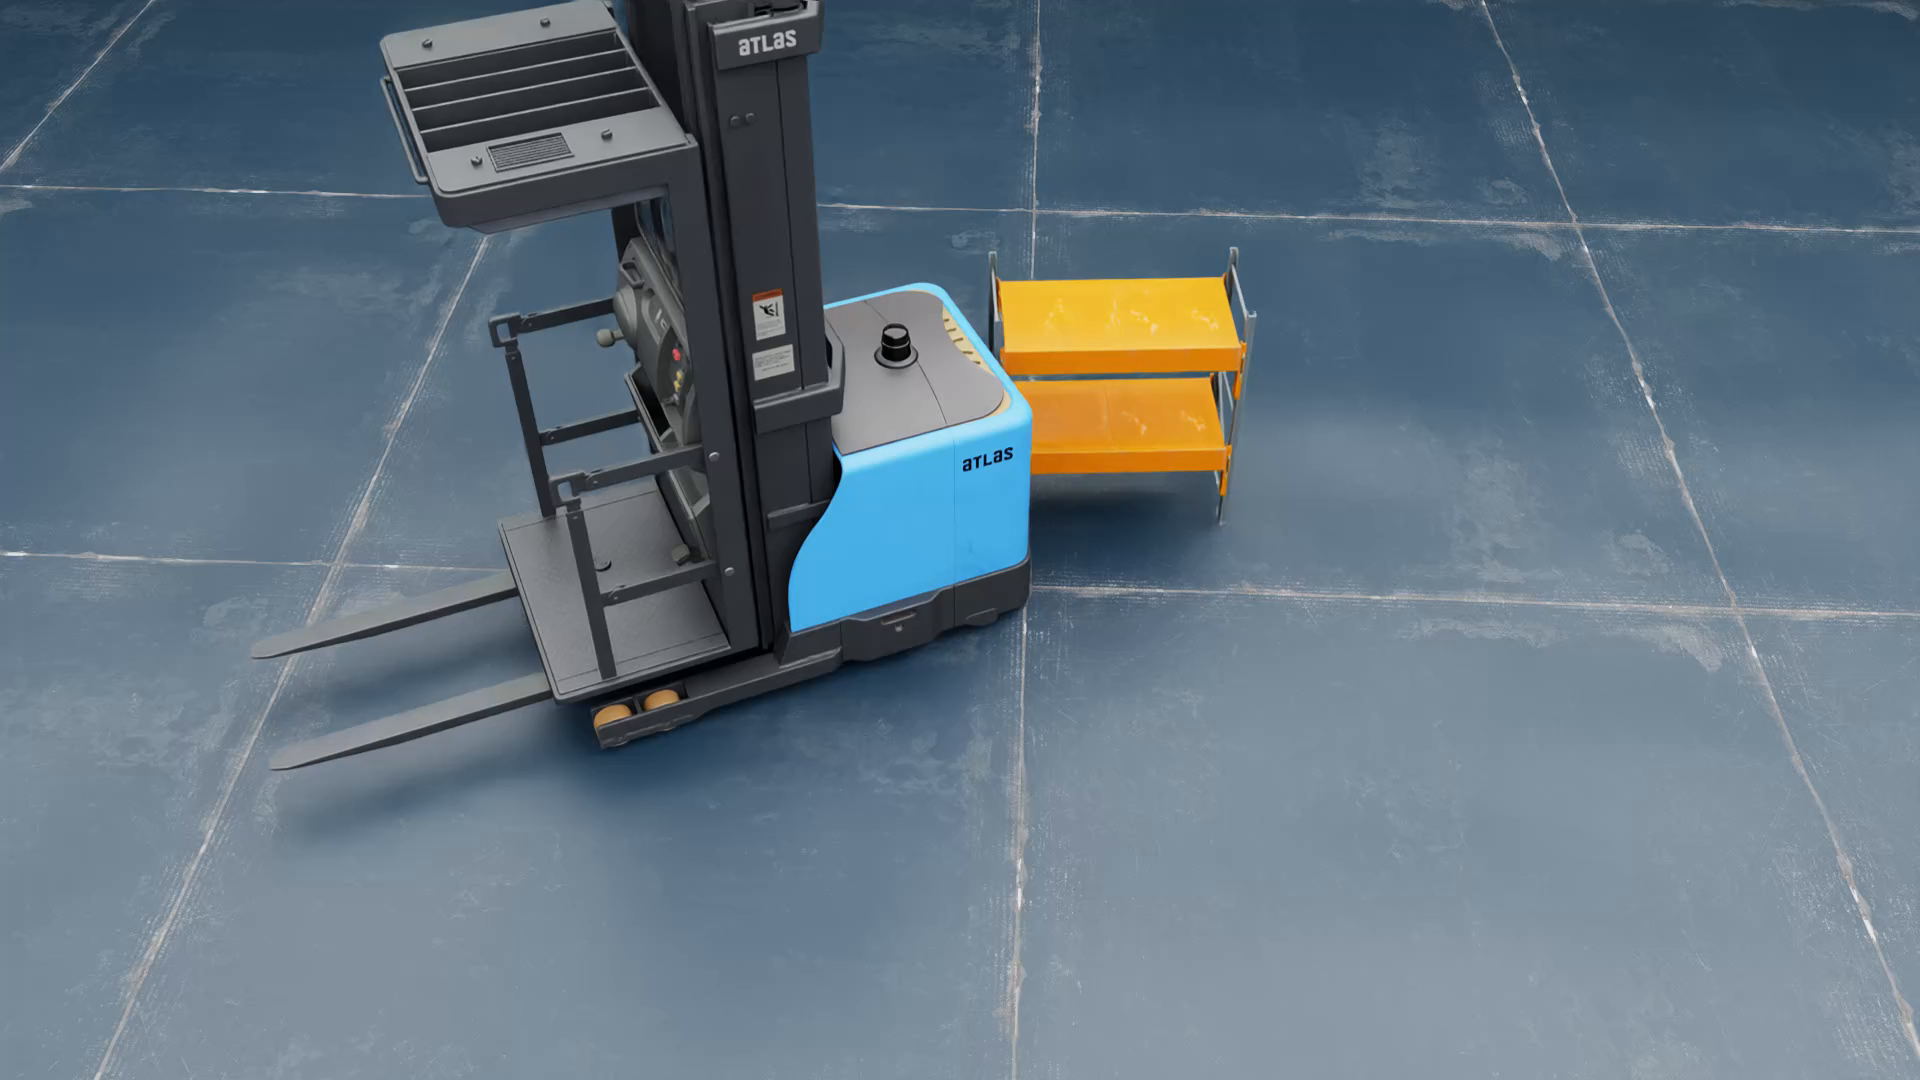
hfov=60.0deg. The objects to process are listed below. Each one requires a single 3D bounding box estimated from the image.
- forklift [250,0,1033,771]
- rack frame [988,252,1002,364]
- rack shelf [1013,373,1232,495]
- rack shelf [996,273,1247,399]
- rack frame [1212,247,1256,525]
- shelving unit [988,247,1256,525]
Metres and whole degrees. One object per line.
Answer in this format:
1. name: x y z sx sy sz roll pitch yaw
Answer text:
1. forklift: -1.274 -0.682 5.917 3.031 2.935 1.130 -16 45 -17
2. rack frame: 0.145 -0.629 7.185 0.032 1.125 0.500 -1 43 -1
3. rack shelf: 0.653 -0.461 7.364 1.000 0.278 0.538 -1 43 -1
4. rack shelf: 0.653 -0.854 6.998 1.000 0.278 0.538 -1 43 -1
5. rack frame: 1.161 -0.651 7.209 0.032 1.125 0.500 -1 43 -1
6. shelving unit: 0.653 -0.640 7.197 1.048 1.125 0.538 -1 43 -1
